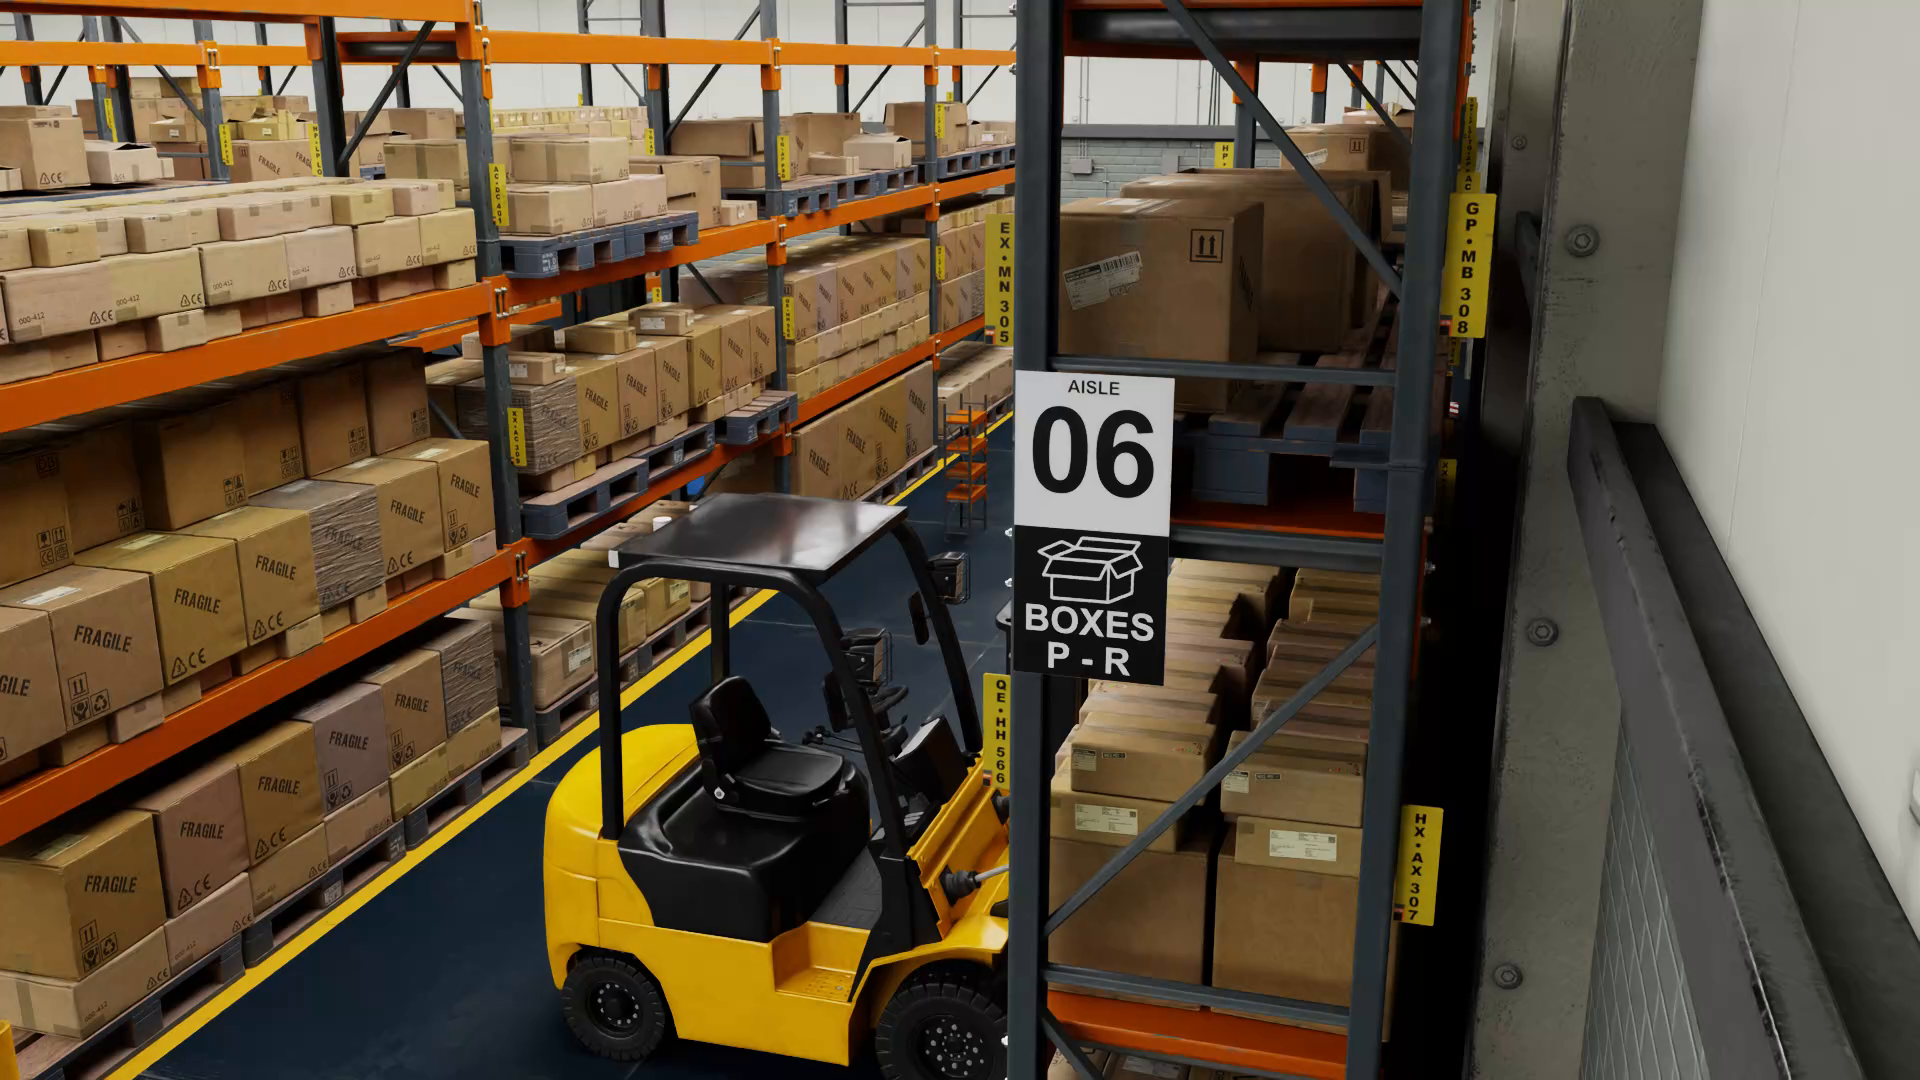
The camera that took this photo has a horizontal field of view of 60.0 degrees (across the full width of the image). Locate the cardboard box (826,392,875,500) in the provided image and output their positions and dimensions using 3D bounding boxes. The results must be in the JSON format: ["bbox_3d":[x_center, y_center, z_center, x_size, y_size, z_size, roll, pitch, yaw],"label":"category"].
[{"bbox_3d":[-1.326,-0.832,14.891,0.875,0.875,0.875,5,17,17],"label":"cardboard box"}]

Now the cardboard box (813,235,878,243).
[{"bbox_3d":[-1.124,-2.728,16.435,0.500,0.500,0.500,5,17,17],"label":"cardboard box"}]

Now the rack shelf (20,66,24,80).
[{"bbox_3d":[-14.405,-6.315,22.154,1.077,0.370,4.000,5,16,16],"label":"rack shelf"}]

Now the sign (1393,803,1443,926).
[{"bbox_3d":[1.157,0.822,4.203,0.100,0.325,0.005,5,16,16],"label":"sign"}]

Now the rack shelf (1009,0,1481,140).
[{"bbox_3d":[1.195,-1.639,5.669,1.077,0.370,4.000,5,16,16],"label":"rack shelf"}]

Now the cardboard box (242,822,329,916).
[{"bbox_3d":[-3.343,1.502,7.805,0.500,0.250,0.500,6,17,20],"label":"cardboard box"}]

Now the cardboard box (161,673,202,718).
[{"bbox_3d":[-3.469,0.632,7.063,0.380,0.149,0.250,5,17,17],"label":"cardboard box"}]

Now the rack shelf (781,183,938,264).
[{"bbox_3d":[-1.291,-2.865,14.756,1.077,0.370,4.000,5,16,16],"label":"rack shelf"}]

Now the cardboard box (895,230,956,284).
[{"bbox_3d":[-0.355,-2.927,17.135,0.500,0.500,0.500,5,17,16],"label":"cardboard box"}]

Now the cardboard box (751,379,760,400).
[{"bbox_3d":[-1.734,-1.147,12.566,0.380,0.149,0.250,5,17,17],"label":"cardboard box"}]

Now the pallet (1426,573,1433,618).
[{"bbox_3d":[3.149,0.288,12.928,1.003,0.211,1.213,5,16,16],"label":"pallet"}]

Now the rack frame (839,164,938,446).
[{"bbox_3d":[-0.723,-2.292,16.912,1.000,3.000,0.127,5,16,16],"label":"rack frame"}]

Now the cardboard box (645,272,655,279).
[{"bbox_3d":[-4.182,-3.468,21.518,0.380,0.149,0.250,5,16,16],"label":"cardboard box"}]

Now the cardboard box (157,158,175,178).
[{"bbox_3d":[-6.593,-3.010,13.422,0.380,0.166,0.250,5,16,16],"label":"cardboard box"}]

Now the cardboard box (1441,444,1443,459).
[{"bbox_3d":[4.032,-0.627,14.853,0.500,0.500,0.500,4,16,14],"label":"cardboard box"}]

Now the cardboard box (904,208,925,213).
[{"bbox_3d":[-0.590,-3.499,17.964,0.380,0.149,0.250,4,16,15],"label":"cardboard box"}]

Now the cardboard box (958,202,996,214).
[{"bbox_3d":[0.194,-3.732,18.785,0.380,0.149,0.250,5,17,17],"label":"cardboard box"}]

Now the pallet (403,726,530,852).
[{"bbox_3d":[-3.153,1.321,9.284,1.003,0.211,1.213,5,16,16],"label":"pallet"}]

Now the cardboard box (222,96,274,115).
[{"bbox_3d":[-9.459,-5.570,21.837,0.700,0.500,0.500,4,16,14],"label":"cardboard box"}]

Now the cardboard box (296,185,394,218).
[{"bbox_3d":[-3.037,-1.670,8.221,0.380,0.149,0.250,5,17,17],"label":"cardboard box"}]

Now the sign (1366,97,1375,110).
[{"bbox_3d":[4.654,-4.860,18.867,0.100,0.325,0.005,5,16,16],"label":"sign"}]

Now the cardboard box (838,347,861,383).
[{"bbox_3d":[-1.196,-1.554,14.586,0.500,0.250,0.500,5,17,18],"label":"cardboard box"}]

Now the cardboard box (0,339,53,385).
[{"bbox_3d":[-3.631,-0.678,6.187,0.380,0.149,0.250,5,17,17],"label":"cardboard box"}]

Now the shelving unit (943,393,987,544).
[{"bbox_3d":[0.047,-0.621,14.318,0.258,1.200,0.503,5,16,16],"label":"shelving unit"}]

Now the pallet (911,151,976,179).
[{"bbox_3d":[-0.480,-3.905,17.266,1.003,0.211,1.213,5,16,16],"label":"pallet"}]

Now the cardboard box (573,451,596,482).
[{"bbox_3d":[-2.457,-0.465,10.161,0.380,0.149,0.250,5,17,17],"label":"cardboard box"}]

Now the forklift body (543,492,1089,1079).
[{"bbox_3d":[-0.583,1.002,6.853,2.313,2.155,1.214,5,16,16],"label":"forklift body"}]

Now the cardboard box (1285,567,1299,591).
[{"bbox_3d":[1.255,0.371,7.343,0.500,0.500,0.500,5,17,17],"label":"cardboard box"}]

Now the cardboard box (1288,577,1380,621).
[{"bbox_3d":[1.394,0.255,6.017,0.380,0.149,0.250,5,17,16],"label":"cardboard box"}]

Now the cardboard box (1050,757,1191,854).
[{"bbox_3d":[0.457,0.759,4.784,0.380,0.149,0.250,5,17,17],"label":"cardboard box"}]

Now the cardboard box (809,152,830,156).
[{"bbox_3d":[-1.418,-3.520,15.406,0.380,0.166,0.250,3,16,12],"label":"cardboard box"}]

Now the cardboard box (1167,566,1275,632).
[{"bbox_3d":[0.957,0.217,6.151,0.380,0.149,0.250,5,17,17],"label":"cardboard box"}]

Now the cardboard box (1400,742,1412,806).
[{"bbox_3d":[1.161,0.938,5.344,0.500,0.500,0.500,5,17,18],"label":"cardboard box"}]

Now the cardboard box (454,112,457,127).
[{"bbox_3d":[-5.671,-4.555,18.024,0.380,0.149,0.250,4,16,13],"label":"cardboard box"}]

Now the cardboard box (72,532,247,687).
[{"bbox_3d":[-3.445,0.285,7.099,0.500,0.500,0.500,4,16,15],"label":"cardboard box"}]

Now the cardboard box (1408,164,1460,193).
[{"bbox_3d":[2.940,-2.273,10.671,0.500,0.250,0.500,5,16,16],"label":"cardboard box"}]

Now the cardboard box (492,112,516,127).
[{"bbox_3d":[-5.073,-4.578,18.105,0.380,0.149,0.250,4,16,13],"label":"cardboard box"}]

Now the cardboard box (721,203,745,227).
[{"bbox_3d":[-1.811,-2.403,12.268,0.380,0.149,0.250,5,16,16],"label":"cardboard box"}]

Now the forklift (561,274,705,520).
[{"bbox_3d":[-3.572,-1.675,14.864,3.031,2.935,1.130,1,16,3],"label":"forklift"}]

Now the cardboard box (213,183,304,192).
[{"bbox_3d":[-3.528,-1.709,8.359,0.380,0.149,0.250,4,16,14],"label":"cardboard box"}]

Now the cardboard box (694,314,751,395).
[{"bbox_3d":[-1.859,-1.362,12.136,0.500,0.500,0.500,4,16,15],"label":"cardboard box"}]

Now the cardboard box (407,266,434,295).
[{"bbox_3d":[-2.950,-1.355,8.575,0.380,0.149,0.250,5,17,17],"label":"cardboard box"}]

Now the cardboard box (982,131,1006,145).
[{"bbox_3d":[0.330,-4.670,19.307,0.380,0.149,0.250,3,16,12],"label":"cardboard box"}]

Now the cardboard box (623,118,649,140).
[{"bbox_3d":[-4.248,-5.167,20.910,0.500,0.250,0.500,4,16,14],"label":"cardboard box"}]

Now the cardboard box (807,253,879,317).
[{"bbox_3d":[-1.045,-2.281,14.858,0.500,0.500,0.500,5,17,17],"label":"cardboard box"}]

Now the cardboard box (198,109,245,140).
[{"bbox_3d":[-6.637,-3.723,14.876,0.396,0.266,0.258,5,16,16],"label":"cardboard box"}]

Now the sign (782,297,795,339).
[{"bbox_3d":[-1.337,-1.724,12.936,0.100,0.325,0.005,5,16,16],"label":"sign"}]

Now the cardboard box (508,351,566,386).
[{"bbox_3d":[-2.524,-1.000,9.670,0.380,0.149,0.250,5,16,16],"label":"cardboard box"}]

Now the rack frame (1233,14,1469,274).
[{"bbox_3d":[1.764,-2.701,7.361,1.000,3.000,0.127,5,16,16],"label":"rack frame"}]
